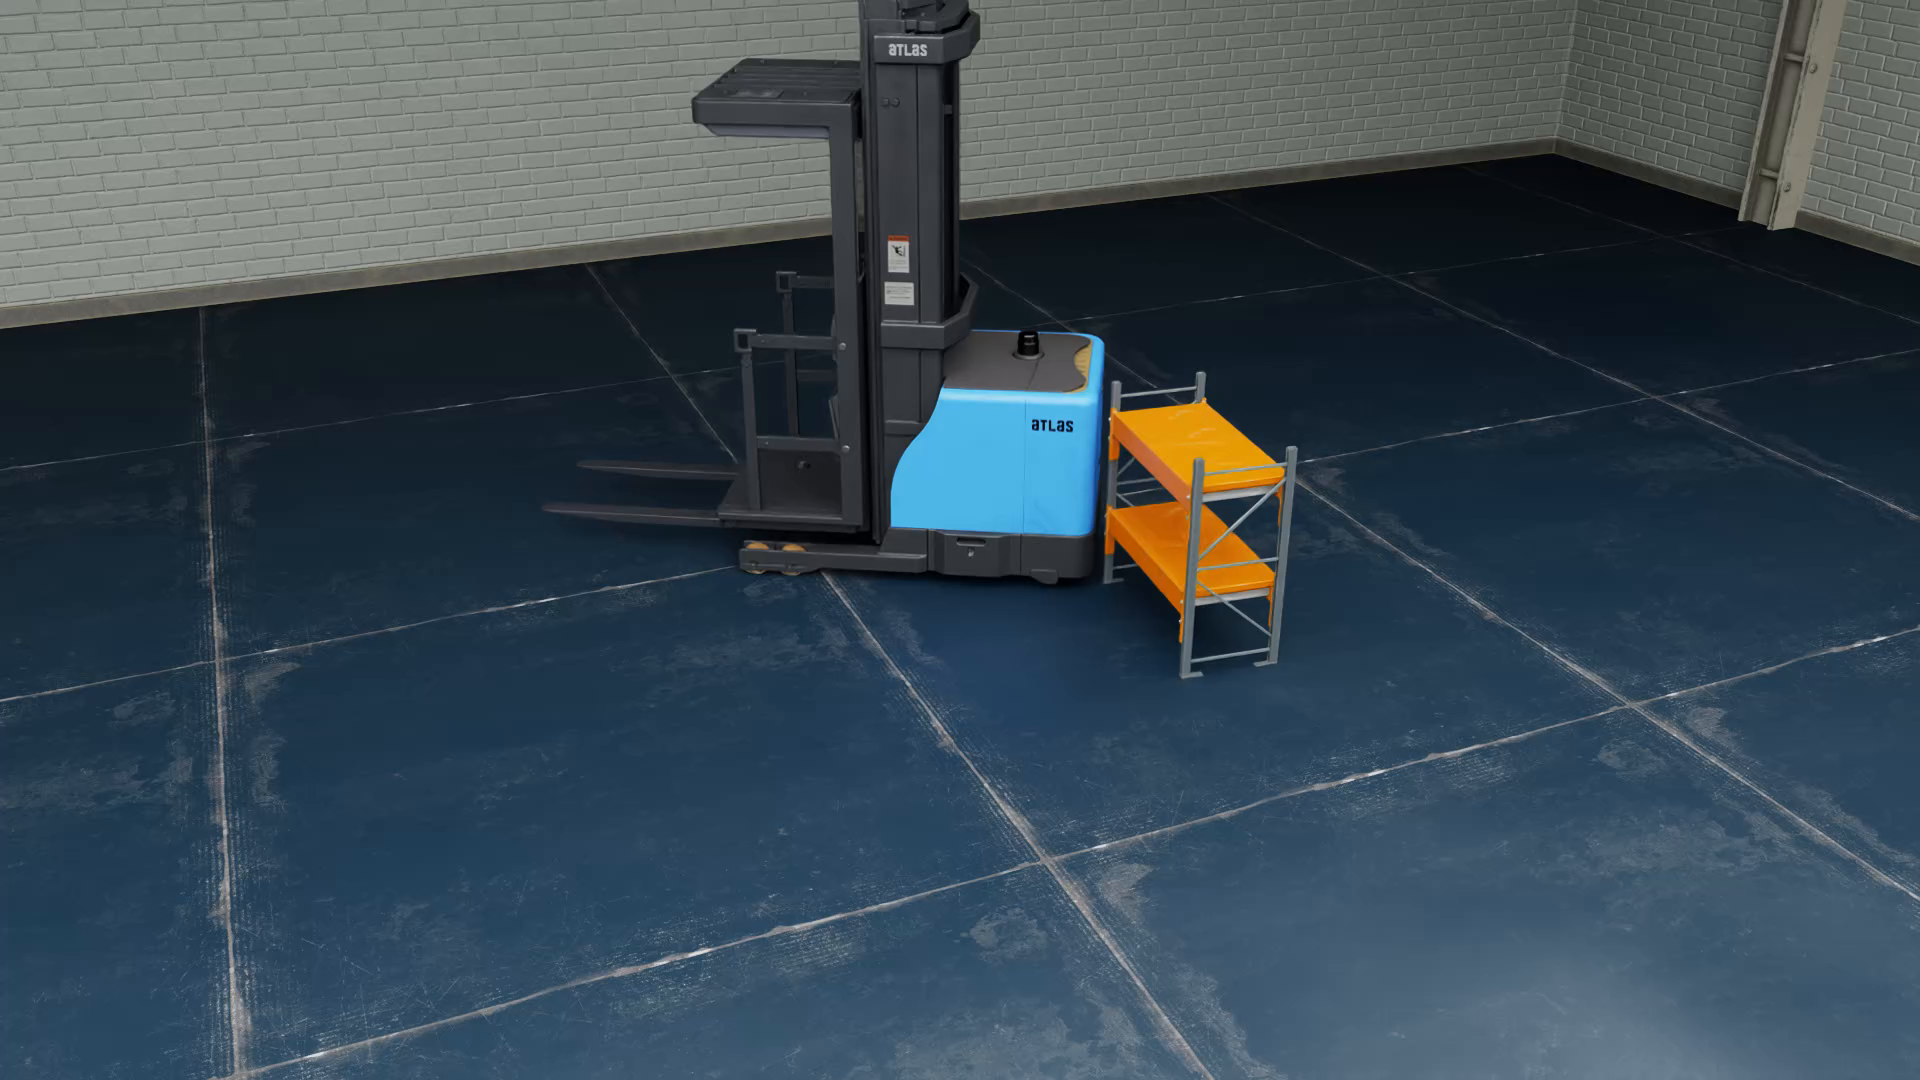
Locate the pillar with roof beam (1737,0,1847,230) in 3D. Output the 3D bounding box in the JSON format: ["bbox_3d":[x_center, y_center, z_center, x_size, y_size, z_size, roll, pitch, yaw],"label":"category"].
[{"bbox_3d":[3.398,-6.195,11.682,9.100,9.000,0.400,-11,28,-21],"label":"pillar with roof beam"}]

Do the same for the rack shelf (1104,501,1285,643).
[{"bbox_3d":[1.144,0.121,8.277,0.538,0.278,1.000,-7,27,-15],"label":"rack shelf"}]

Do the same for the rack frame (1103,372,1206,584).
[{"bbox_3d":[1.000,-0.312,8.608,0.500,1.125,0.032,-7,27,-15],"label":"rack frame"}]

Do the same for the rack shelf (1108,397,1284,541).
[{"bbox_3d":[1.144,-0.362,8.041,0.538,0.278,1.000,-7,27,-15],"label":"rack shelf"}]

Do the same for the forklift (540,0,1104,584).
[{"bbox_3d":[-0.752,-1.352,8.678,3.031,2.935,1.130,3,26,6],"label":"forklift"}]

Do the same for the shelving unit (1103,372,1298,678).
[{"bbox_3d":[1.144,-0.099,8.170,0.538,1.125,1.048,-7,27,-15],"label":"shelving unit"}]

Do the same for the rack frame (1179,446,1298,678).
[{"bbox_3d":[1.288,0.115,7.732,0.500,1.125,0.032,-7,27,-15],"label":"rack frame"}]
